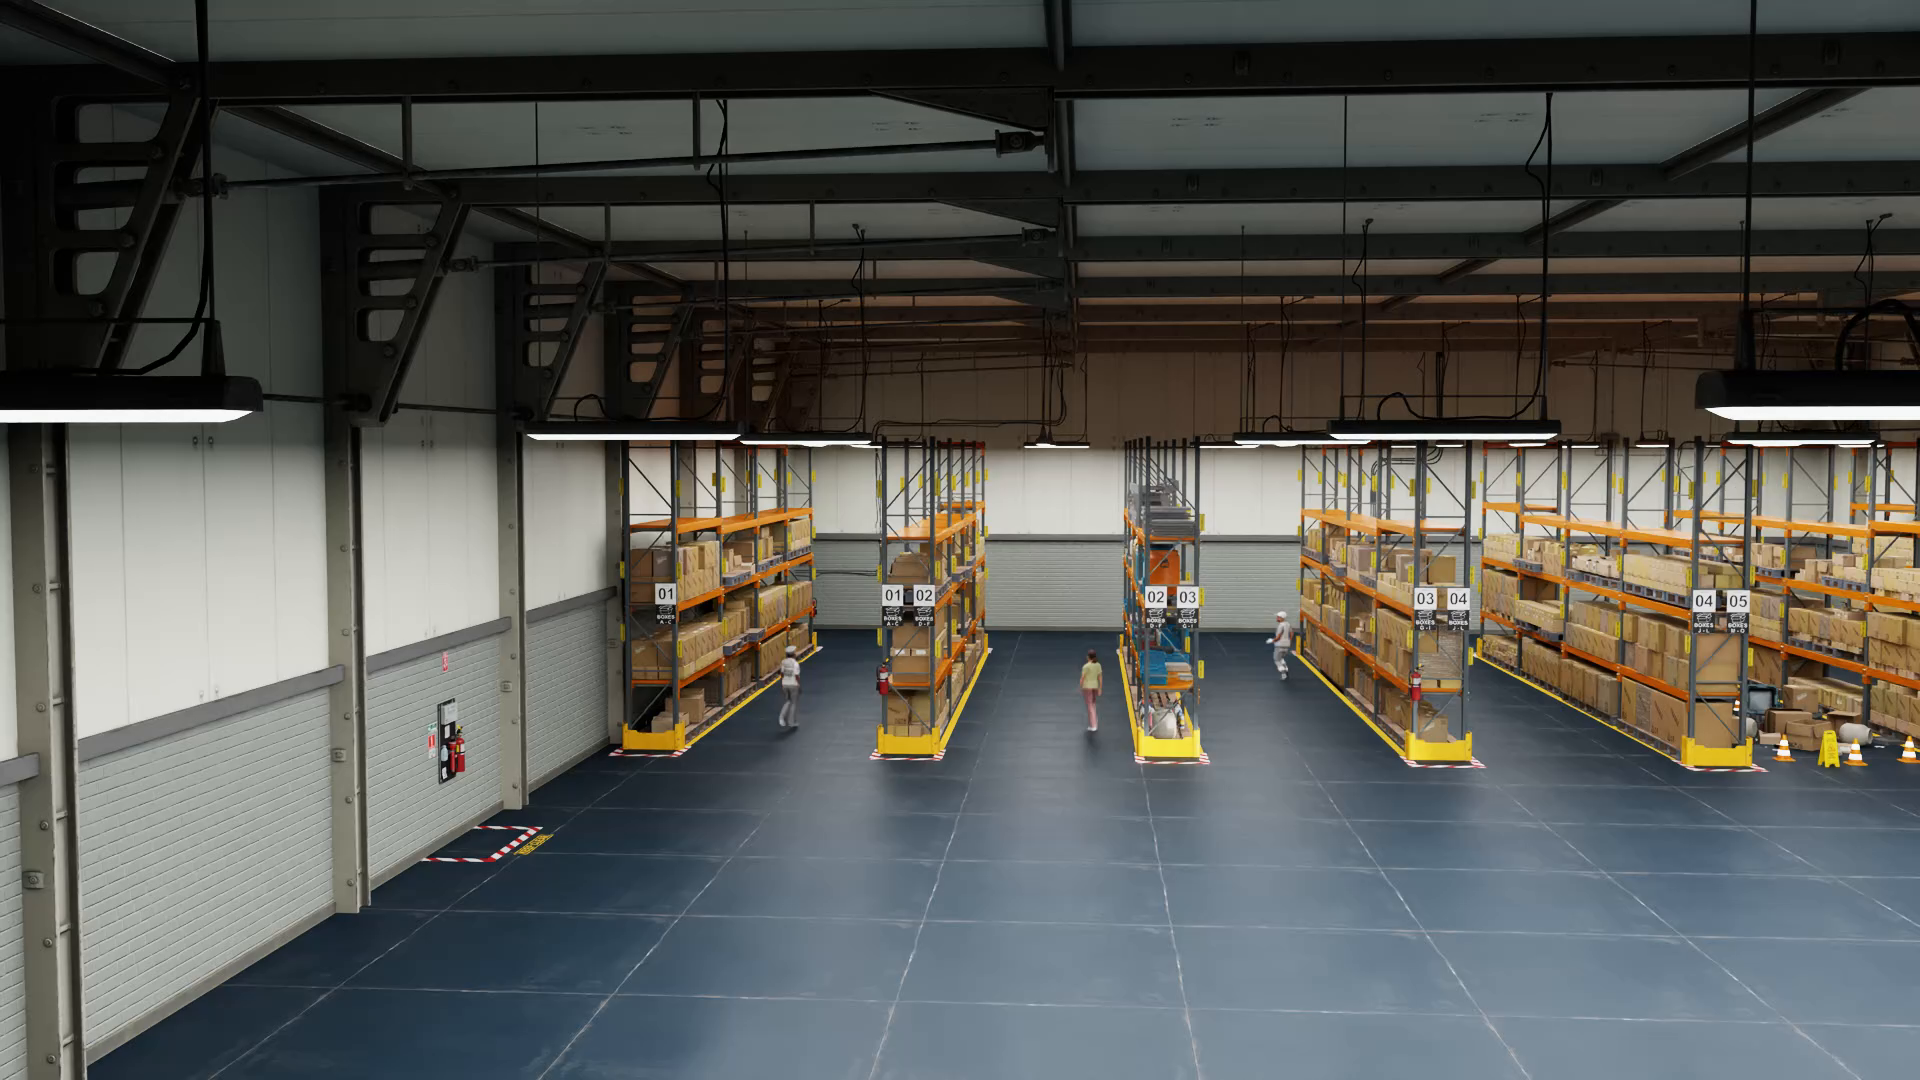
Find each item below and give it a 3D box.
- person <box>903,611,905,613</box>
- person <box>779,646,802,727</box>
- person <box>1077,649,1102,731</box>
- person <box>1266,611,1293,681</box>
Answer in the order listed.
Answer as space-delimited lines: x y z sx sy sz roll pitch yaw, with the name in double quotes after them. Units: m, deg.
-1.607 2.316 47.225 0.394 1.787 0.618 1 3 19 "person"
-3.506 3.026 34.376 0.458 1.685 0.466 2 4 35 "person"
2.650 3.087 33.973 0.467 1.722 0.531 -2 3 -29 "person"
8.009 2.636 41.520 0.733 1.722 0.529 -2 4 -30 "person"
